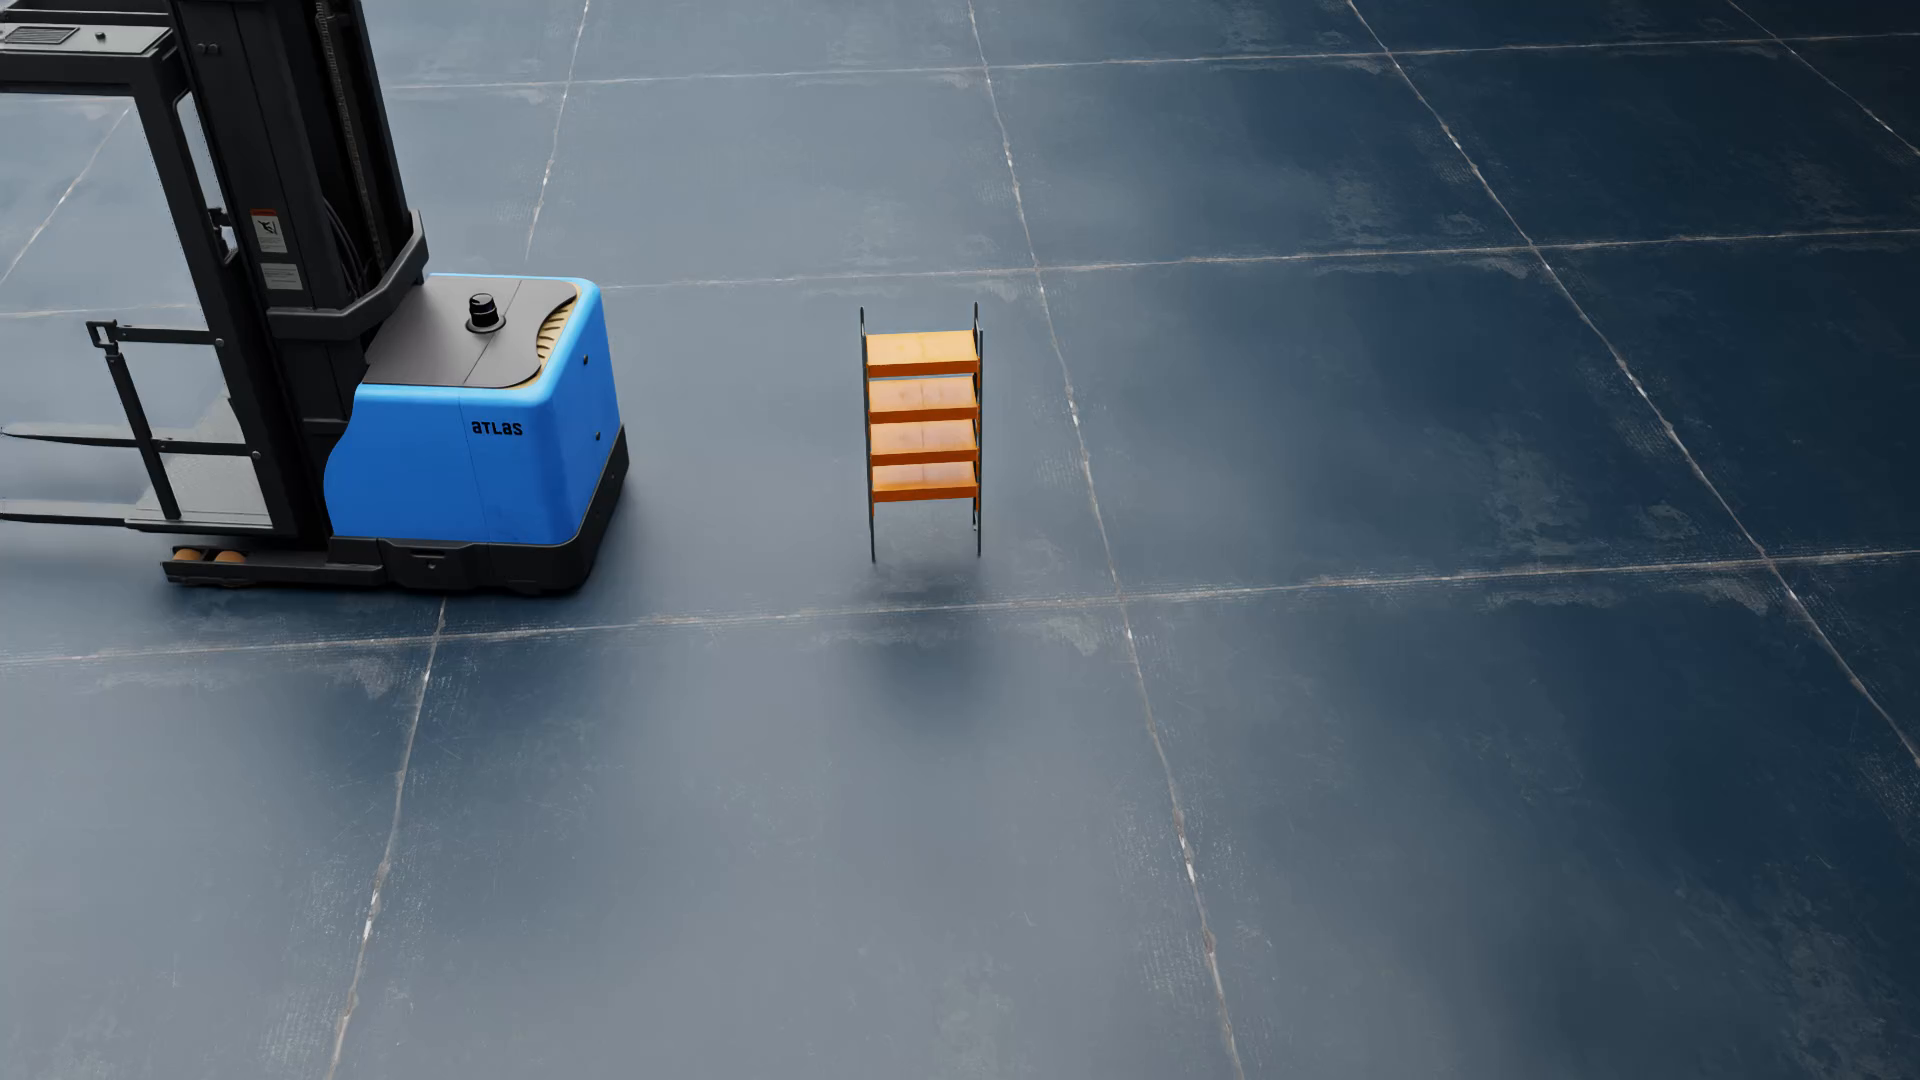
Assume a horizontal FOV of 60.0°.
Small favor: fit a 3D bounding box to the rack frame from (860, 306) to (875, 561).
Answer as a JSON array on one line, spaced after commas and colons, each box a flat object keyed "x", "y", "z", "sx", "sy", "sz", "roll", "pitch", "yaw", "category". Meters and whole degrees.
[{"x": -0.408, "y": -0.449, "z": 7.350, "sx": 0.015, "sy": 1.200, "sz": 0.240, "roll": -3, "pitch": 38, "yaw": -4, "category": "rack frame"}]

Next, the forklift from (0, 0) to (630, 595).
[{"x": -3.150, "y": -1.261, "z": 6.982, "sx": 3.031, "sy": 2.935, "sz": 1.130, "roll": 2, "pitch": 38, "yaw": 3, "category": "forklift"}]

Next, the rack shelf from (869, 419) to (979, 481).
[{"x": -0.165, "y": -0.409, "z": 7.409, "sx": 0.480, "sy": 0.148, "sz": 0.258, "roll": -3, "pitch": 38, "yaw": -4, "category": "rack shelf"}]

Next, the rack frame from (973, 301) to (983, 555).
[{"x": 0.078, "y": -0.475, "z": 7.384, "sx": 0.015, "sy": 1.200, "sz": 0.240, "roll": -3, "pitch": 38, "yaw": -4, "category": "rack frame"}]

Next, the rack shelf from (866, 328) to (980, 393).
[{"x": -0.165, "y": -0.770, "z": 7.123, "sx": 0.480, "sy": 0.148, "sz": 0.258, "roll": -3, "pitch": 38, "yaw": -4, "category": "rack shelf"}]

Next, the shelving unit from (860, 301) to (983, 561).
[{"x": -0.165, "y": -0.462, "z": 7.367, "sx": 0.503, "sy": 1.200, "sz": 0.258, "roll": -3, "pitch": 38, "yaw": -4, "category": "shelving unit"}]

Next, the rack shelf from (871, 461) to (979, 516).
[{"x": -0.165, "y": -0.253, "z": 7.532, "sx": 0.480, "sy": 0.148, "sz": 0.258, "roll": -3, "pitch": 38, "yaw": -4, "category": "rack shelf"}]

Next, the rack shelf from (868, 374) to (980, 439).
[{"x": -0.165, "y": -0.585, "z": 7.270, "sx": 0.480, "sy": 0.148, "sz": 0.258, "roll": -3, "pitch": 38, "yaw": -4, "category": "rack shelf"}]
